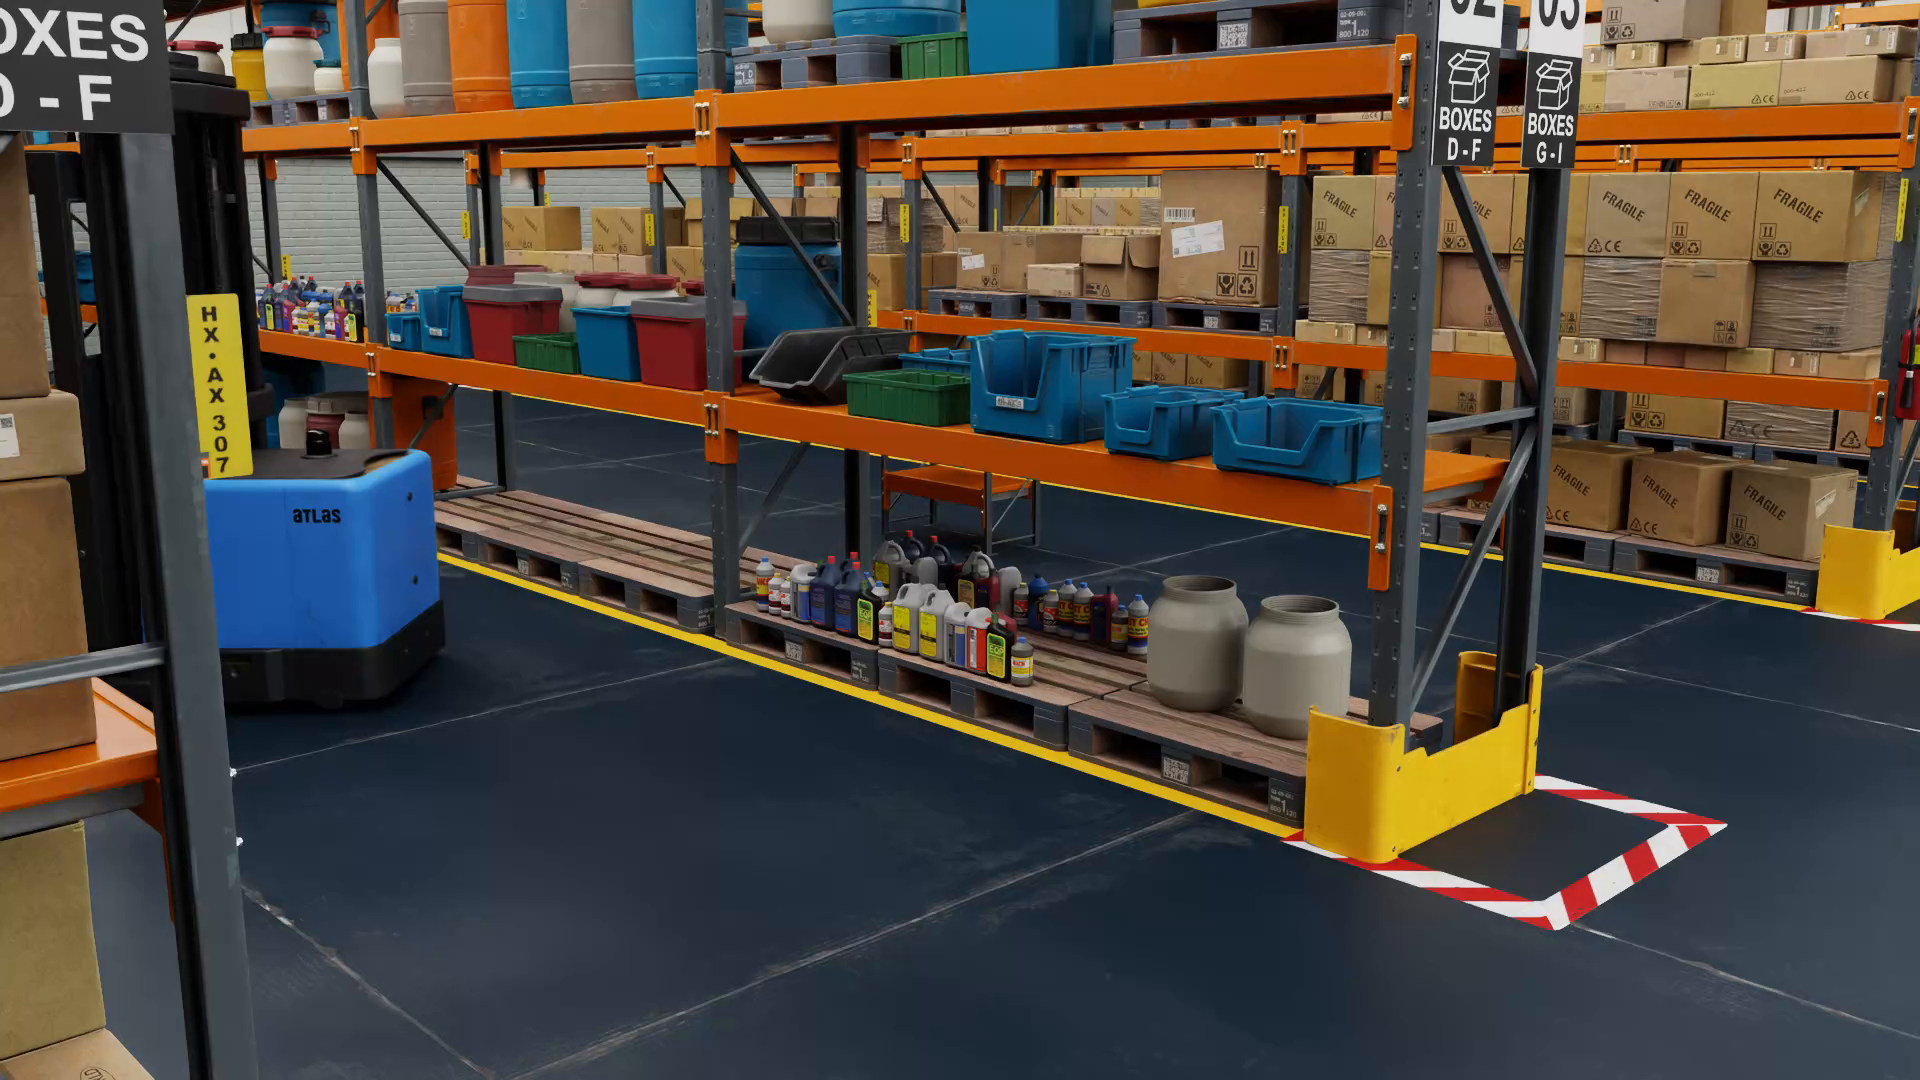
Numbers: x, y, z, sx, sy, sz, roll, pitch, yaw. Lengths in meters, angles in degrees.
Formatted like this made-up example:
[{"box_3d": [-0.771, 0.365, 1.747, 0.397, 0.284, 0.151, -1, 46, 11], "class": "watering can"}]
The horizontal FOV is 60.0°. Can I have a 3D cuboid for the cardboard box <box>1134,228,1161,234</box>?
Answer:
[{"box_3d": [2.200, -3.488, 19.017, 0.380, 0.149, 0.250, -11, 16, -43], "class": "cardboard box"}]

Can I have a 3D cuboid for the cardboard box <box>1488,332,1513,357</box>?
[{"box_3d": [3.653, -1.283, 10.830, 0.380, 0.149, 0.250, -11, 16, -43], "class": "cardboard box"}]

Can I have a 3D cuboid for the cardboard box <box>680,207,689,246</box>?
[{"box_3d": [-2.994, -3.409, 18.302, 0.500, 0.500, 0.500, -11, 16, -43], "class": "cardboard box"}]

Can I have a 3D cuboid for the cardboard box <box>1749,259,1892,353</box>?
[{"box_3d": [5.079, -1.392, 9.748, 0.875, 0.500, 0.500, -11, 16, -43], "class": "cardboard box"}]

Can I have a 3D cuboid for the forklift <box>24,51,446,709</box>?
[{"box_3d": [-4.132, -0.745, 7.765, 3.031, 2.935, 1.130, 0, 12, 0], "class": "forklift"}]

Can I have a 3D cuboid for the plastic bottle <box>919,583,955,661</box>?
[{"box_3d": [-0.096, 0.368, 7.667, 0.144, 0.351, 0.185, -10, 15, -40], "class": "plastic bottle"}]

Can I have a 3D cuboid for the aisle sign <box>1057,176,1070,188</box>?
[{"box_3d": [1.732, -6.156, 27.415, 0.394, 0.787, 0.004, -11, 16, -43], "class": "aisle sign"}]

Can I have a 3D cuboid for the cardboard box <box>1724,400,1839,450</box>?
[{"box_3d": [7.343, -1.306, 14.540, 0.875, 0.875, 0.875, -11, 16, -42], "class": "cardboard box"}]

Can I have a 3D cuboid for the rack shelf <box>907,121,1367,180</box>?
[{"box_3d": [1.296, -3.105, 13.400, 1.077, 0.370, 4.000, -11, 16, -43], "class": "rack shelf"}]

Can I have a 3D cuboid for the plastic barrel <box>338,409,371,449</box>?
[{"box_3d": [-4.472, -0.717, 12.580, 0.421, 0.512, 0.421, 0, 12, 0], "class": "plastic barrel"}]

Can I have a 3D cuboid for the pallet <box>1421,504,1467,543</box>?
[{"box_3d": [3.166, -0.238, 12.043, 1.003, 0.211, 1.213, -11, 16, -43], "class": "pallet"}]

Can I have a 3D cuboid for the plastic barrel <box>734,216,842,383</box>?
[{"box_3d": [-0.953, -1.351, 9.292, 0.600, 0.901, 0.708, -11, 16, -43], "class": "plastic barrel"}]

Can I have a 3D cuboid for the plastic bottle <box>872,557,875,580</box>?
[{"box_3d": [-0.429, 0.158, 9.055, 0.097, 0.201, 0.097, 0, 12, 0], "class": "plastic bottle"}]

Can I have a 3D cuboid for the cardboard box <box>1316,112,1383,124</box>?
[{"box_3d": [2.803, -2.991, 11.434, 0.500, 0.250, 0.500, 11, 16, 43], "class": "cardboard box"}]

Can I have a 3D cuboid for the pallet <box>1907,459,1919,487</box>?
[{"box_3d": [8.488, -0.529, 13.458, 1.003, 0.211, 1.213, -11, 16, -43], "class": "pallet"}]

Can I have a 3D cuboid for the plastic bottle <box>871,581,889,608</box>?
[{"box_3d": [-0.389, 0.334, 8.029, 0.097, 0.271, 0.097, 0, 12, 0], "class": "plastic bottle"}]

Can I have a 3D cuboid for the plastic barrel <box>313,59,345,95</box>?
[{"box_3d": [-4.514, -3.333, 12.026, 0.301, 0.262, 0.301, 0, 12, 0], "class": "plastic barrel"}]

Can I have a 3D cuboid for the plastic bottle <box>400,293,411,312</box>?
[{"box_3d": [-4.271, -1.769, 12.851, 0.061, 0.283, 0.133, -11, 16, -43], "class": "plastic bottle"}]

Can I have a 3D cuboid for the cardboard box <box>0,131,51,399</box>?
[{"box_3d": [-2.078, -0.495, 2.918, 0.700, 0.500, 0.500, -11, 16, -42], "class": "cardboard box"}]

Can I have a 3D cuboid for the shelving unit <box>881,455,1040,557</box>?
[{"box_3d": [-0.005, -0.552, 11.303, 0.538, 1.125, 1.048, -11, 16, -43], "class": "shelving unit"}]

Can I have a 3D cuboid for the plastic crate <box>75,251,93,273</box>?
[{"box_3d": [-8.826, -2.782, 17.244, 0.616, 0.435, 0.499, -11, 16, -43], "class": "plastic crate"}]

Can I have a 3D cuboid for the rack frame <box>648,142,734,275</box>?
[{"box_3d": [-2.848, -2.864, 17.881, 1.000, 3.000, 0.127, -11, 16, -43], "class": "rack frame"}]

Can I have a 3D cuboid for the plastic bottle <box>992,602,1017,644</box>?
[{"box_3d": [0.194, 0.430, 7.534, 0.061, 0.283, 0.133, -11, 16, -43], "class": "plastic bottle"}]

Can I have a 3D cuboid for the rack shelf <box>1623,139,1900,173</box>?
[{"box_3d": [7.715, -3.198, 13.850, 1.077, 0.370, 4.000, -11, 16, -43], "class": "rack shelf"}]

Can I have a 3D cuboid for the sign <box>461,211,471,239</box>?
[{"box_3d": [-6.016, -3.834, 20.248, 0.100, 0.325, 0.005, -11, 16, -43], "class": "sign"}]

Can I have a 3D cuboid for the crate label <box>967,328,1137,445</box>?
[{"box_3d": [0.390, -0.671, 7.147, 0.502, 0.435, 0.616, -11, 16, -43], "class": "crate label"}]

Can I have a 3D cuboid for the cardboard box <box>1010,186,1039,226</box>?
[{"box_3d": [0.674, -4.325, 21.507, 0.500, 0.500, 0.500, -10, 16, -41], "class": "cardboard box"}]

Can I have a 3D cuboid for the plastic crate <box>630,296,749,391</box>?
[{"box_3d": [-1.461, -1.066, 8.993, 0.402, 0.464, 0.583, -11, 16, -43], "class": "plastic crate"}]

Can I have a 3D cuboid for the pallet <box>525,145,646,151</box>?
[{"box_3d": [-4.243, -4.589, 19.037, 1.003, 0.211, 1.213, -11, 16, -43], "class": "pallet"}]

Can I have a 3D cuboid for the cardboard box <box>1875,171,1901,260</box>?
[{"box_3d": [5.257, -1.916, 9.813, 0.500, 0.500, 0.500, -11, 16, -43], "class": "cardboard box"}]

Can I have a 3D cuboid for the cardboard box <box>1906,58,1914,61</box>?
[{"box_3d": [5.416, -2.776, 9.404, 0.380, 0.149, 0.250, -11, 16, -43], "class": "cardboard box"}]

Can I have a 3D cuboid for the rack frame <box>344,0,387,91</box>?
[{"box_3d": [-3.668, -4.529, 11.092, 1.000, 3.000, 0.127, -11, 16, -43], "class": "rack frame"}]

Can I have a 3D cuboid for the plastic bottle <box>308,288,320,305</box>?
[{"box_3d": [-5.308, -1.932, 13.674, 0.097, 0.271, 0.097, 0, 12, 0], "class": "plastic bottle"}]

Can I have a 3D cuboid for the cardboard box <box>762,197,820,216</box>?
[{"box_3d": [-1.495, -3.122, 16.399, 0.797, 0.503, 0.637, -10, 15, -41], "class": "cardboard box"}]

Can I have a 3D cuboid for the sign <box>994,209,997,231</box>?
[{"box_3d": [0.301, -2.886, 15.312, 0.100, 0.325, 0.005, -11, 16, -43], "class": "sign"}]

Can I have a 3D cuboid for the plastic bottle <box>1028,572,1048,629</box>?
[{"box_3d": [0.385, 0.296, 8.213, 0.097, 0.271, 0.097, 0, 12, 0], "class": "plastic bottle"}]

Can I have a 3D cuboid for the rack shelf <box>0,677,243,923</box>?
[{"box_3d": [-3.109, 0.327, 4.172, 1.077, 0.370, 4.000, -11, 16, -43], "class": "rack shelf"}]

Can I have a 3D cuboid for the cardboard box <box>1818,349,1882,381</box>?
[{"box_3d": [5.093, -1.003, 9.468, 0.380, 0.149, 0.250, -11, 16, -43], "class": "cardboard box"}]

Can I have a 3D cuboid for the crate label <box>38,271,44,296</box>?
[{"box_3d": [-9.260, -2.623, 16.977, 0.416, 0.233, 0.303, -11, 16, -43], "class": "crate label"}]

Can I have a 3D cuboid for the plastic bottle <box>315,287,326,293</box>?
[{"box_3d": [-5.323, -1.974, 13.866, 0.152, 0.276, 0.135, -11, 16, -43], "class": "plastic bottle"}]

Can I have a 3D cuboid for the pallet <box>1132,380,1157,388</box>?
[{"box_3d": [2.195, -1.883, 20.030, 1.003, 0.211, 1.213, -11, 16, -43], "class": "pallet"}]

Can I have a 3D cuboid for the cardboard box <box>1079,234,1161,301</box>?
[{"box_3d": [1.413, -2.193, 13.326, 0.797, 0.503, 0.637, -9, 15, -37], "class": "cardboard box"}]

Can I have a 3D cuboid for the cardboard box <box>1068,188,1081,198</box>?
[{"box_3d": [1.931, -5.513, 26.403, 0.380, 0.149, 0.250, -10, 15, -41], "class": "cardboard box"}]

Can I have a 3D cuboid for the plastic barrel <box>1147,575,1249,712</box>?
[{"box_3d": [1.001, 0.431, 7.008, 0.421, 0.512, 0.421, 0, 12, 0], "class": "plastic barrel"}]

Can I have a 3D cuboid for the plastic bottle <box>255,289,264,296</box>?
[{"box_3d": [-5.636, -1.879, 13.404, 0.152, 0.276, 0.135, -11, 16, -43], "class": "plastic bottle"}]

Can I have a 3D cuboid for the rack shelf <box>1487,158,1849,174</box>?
[{"box_3d": [8.463, -4.486, 20.103, 1.077, 0.370, 4.000, -11, 16, -43], "class": "rack shelf"}]

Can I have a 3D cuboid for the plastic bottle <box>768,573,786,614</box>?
[{"box_3d": [-0.932, 0.271, 8.507, 0.097, 0.201, 0.097, 0, 12, 0], "class": "plastic bottle"}]

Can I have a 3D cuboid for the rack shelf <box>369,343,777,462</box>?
[{"box_3d": [-2.286, -0.946, 10.353, 1.077, 0.370, 4.000, -11, 16, -43], "class": "rack shelf"}]

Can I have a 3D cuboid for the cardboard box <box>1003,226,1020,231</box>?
[{"box_3d": [0.749, -3.793, 20.497, 0.380, 0.149, 0.250, -10, 15, -40], "class": "cardboard box"}]
